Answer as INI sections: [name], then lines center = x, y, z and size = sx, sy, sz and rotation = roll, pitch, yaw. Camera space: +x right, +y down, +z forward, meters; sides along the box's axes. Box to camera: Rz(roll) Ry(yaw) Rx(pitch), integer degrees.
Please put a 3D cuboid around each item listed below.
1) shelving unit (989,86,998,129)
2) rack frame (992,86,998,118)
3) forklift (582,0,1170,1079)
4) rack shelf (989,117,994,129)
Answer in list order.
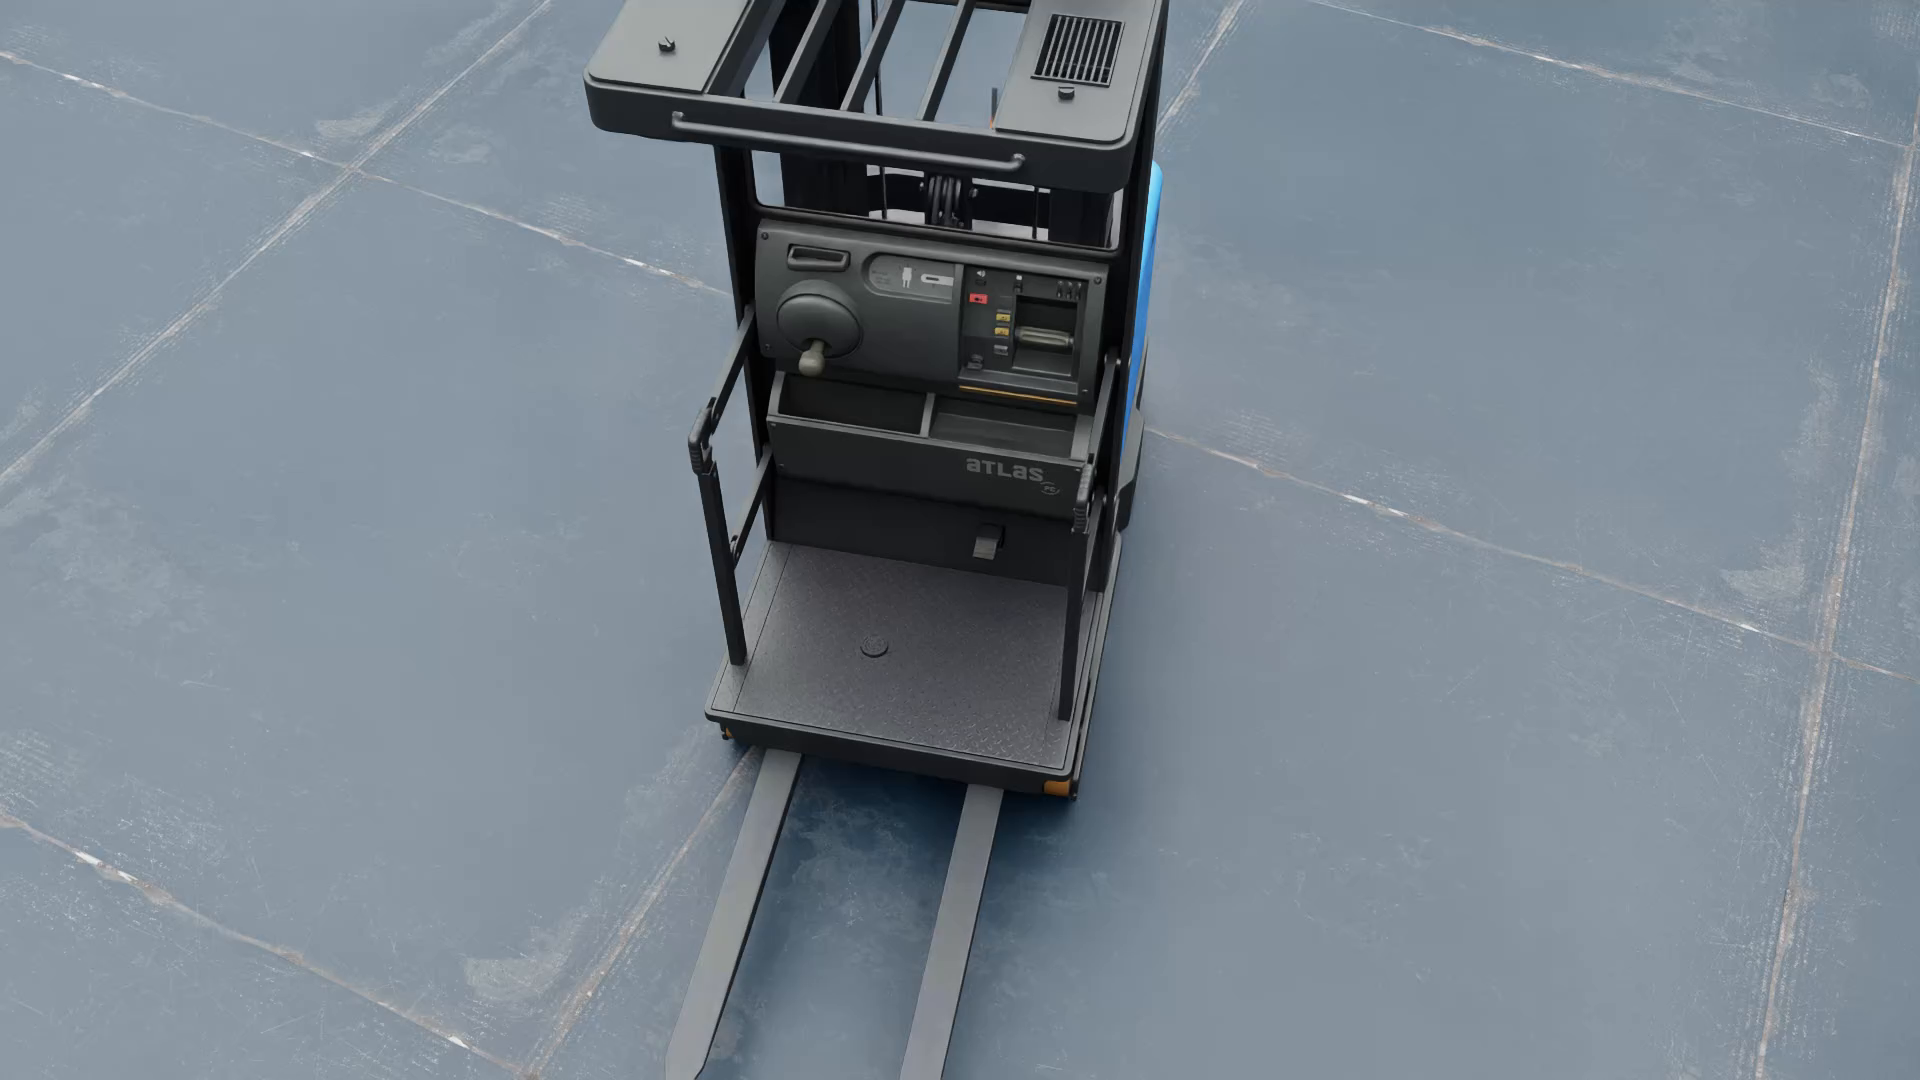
[shelving unit]
center = 0.184, -1.106, 6.002
size = 0.215, 1.050, 0.252
rotation = 9, 50, 7
[rack frame]
center = 0.208, -1.197, 6.079
size = 0.200, 1.050, 0.008
rotation = 9, 50, 7
[forklift]
center = -0.125, -0.485, 4.239
size = 1.130, 2.935, 3.031
rotation = 9, 50, 7
[rack shelf]
center = 0.184, -1.283, 5.794
size = 0.215, 0.259, 0.240
rotation = 9, 50, 7
